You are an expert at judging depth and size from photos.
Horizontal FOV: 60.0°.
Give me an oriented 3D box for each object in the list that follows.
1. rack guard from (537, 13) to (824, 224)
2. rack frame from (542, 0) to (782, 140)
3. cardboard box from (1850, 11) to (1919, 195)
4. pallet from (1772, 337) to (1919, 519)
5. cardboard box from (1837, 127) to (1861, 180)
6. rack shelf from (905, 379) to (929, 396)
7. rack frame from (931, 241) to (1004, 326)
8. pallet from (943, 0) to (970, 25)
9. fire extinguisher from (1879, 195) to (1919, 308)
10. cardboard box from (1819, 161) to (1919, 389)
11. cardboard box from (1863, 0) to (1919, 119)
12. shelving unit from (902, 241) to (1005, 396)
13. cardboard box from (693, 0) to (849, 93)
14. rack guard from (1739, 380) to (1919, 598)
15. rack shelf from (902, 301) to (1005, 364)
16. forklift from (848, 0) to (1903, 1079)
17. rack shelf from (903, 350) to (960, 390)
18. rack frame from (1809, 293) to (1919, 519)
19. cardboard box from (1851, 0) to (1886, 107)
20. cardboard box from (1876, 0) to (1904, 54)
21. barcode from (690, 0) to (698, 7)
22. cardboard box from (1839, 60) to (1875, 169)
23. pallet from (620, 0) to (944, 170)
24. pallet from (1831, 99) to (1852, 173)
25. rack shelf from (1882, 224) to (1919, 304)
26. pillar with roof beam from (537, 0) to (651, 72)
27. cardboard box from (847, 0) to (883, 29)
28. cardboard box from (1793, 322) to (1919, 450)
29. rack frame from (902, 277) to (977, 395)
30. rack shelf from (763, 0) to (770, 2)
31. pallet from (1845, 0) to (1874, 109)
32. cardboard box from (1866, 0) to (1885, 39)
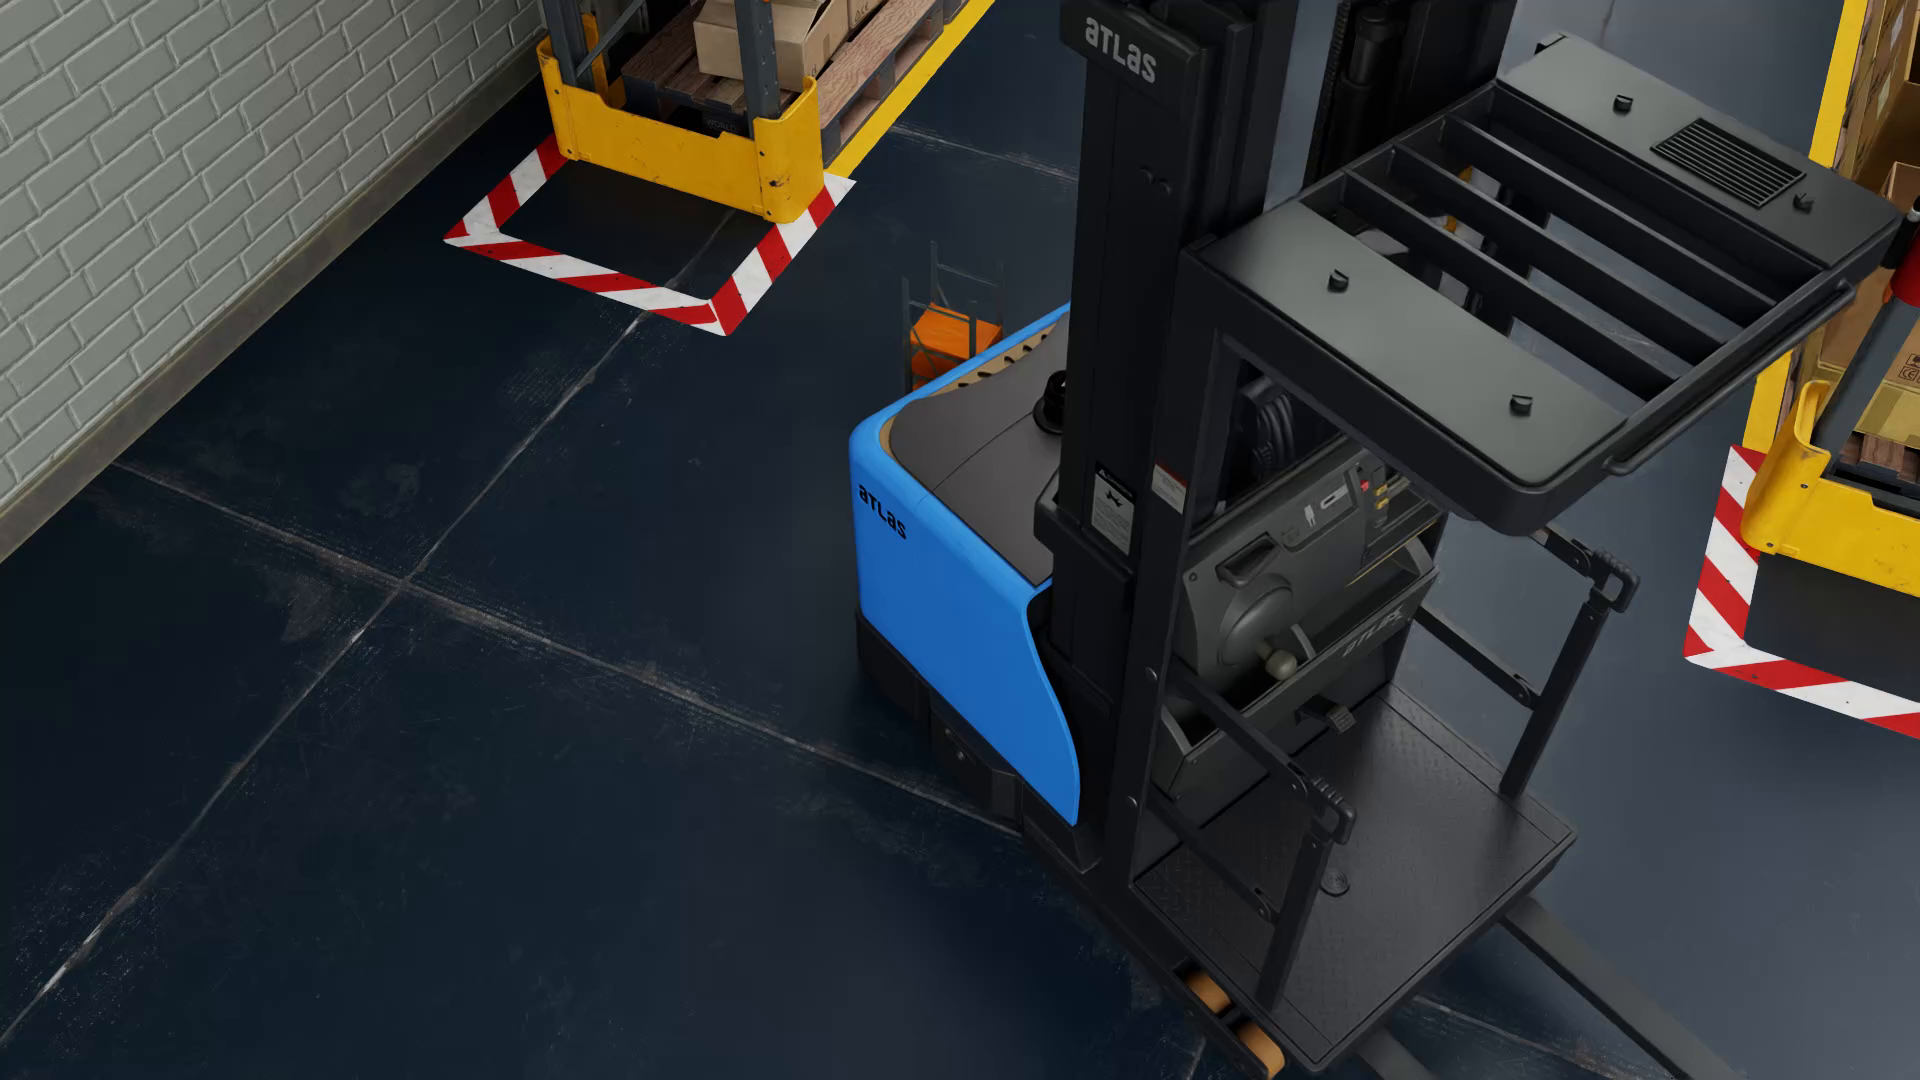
[{"bbox_3d":[-1.153,-1.758,6.918,1.175,0.500,0.348,20,52,16],"label":"rack guard"},{"bbox_3d":[-1.186,-2.516,5.921,1.000,3.000,0.127,20,52,16],"label":"rack frame"},{"bbox_3d":[3.669,-1.554,6.140,0.500,0.500,0.500,20,52,16],"label":"cardboard box"},{"bbox_3d":[3.583,-0.543,6.073,1.003,0.211,1.213,20,52,16],"label":"pallet"},{"bbox_3d":[3.671,-1.310,6.425,0.500,0.250,0.500,20,52,16],"label":"cardboard box"},{"bbox_3d":[-0.020,-0.442,5.239,0.258,0.103,0.180,21,53,17],"label":"rack shelf"},{"bbox_3d":[0.021,-0.455,5.350,0.240,1.200,0.006,21,53,17],"label":"rack frame"},{"bbox_3d":[-0.252,-3.049,8.206,1.003,0.211,1.213,20,52,16],"label":"pallet"},{"bbox_3d":[2.824,-0.951,4.641,0.296,0.674,0.183,20,52,16],"label":"fire extinguisher"},{"bbox_3d":[3.255,-0.861,5.550,0.500,0.500,0.500,20,52,16],"label":"cardboard box"},{"bbox_3d":[3.883,-1.898,6.433,0.500,0.500,0.500,20,52,16],"label":"cardboard box"},{"bbox_3d":[-0.020,-0.393,5.297,0.258,1.200,0.189,21,53,17],"label":"shelving unit"},{"bbox_3d":[-0.809,-2.234,7.158,0.500,0.311,0.500,14,51,12],"label":"cardboard box"},{"bbox_3d":[3.284,-0.080,5.490,1.175,0.500,0.348,20,52,16],"label":"rack guard"},{"bbox_3d":[-0.020,-0.598,5.056,0.258,0.103,0.180,21,53,17],"label":"rack shelf"},{"bbox_3d":[0.998,0.073,3.764,1.130,2.935,3.031,-32,57,-24],"label":"forklift"},{"bbox_3d":[-0.020,-0.520,5.148,0.258,0.103,0.180,21,53,17],"label":"rack shelf"},{"bbox_3d":[3.295,-0.906,4.552,1.000,3.000,0.127,20,52,16],"label":"rack frame"},{"bbox_3d":[4.095,-2.000,7.012,0.500,0.250,0.500,20,52,16],"label":"cardboard box"},{"bbox_3d":[4.095,-2.243,6.726,0.500,0.500,0.500,20,52,16],"label":"cardboard box"},{"bbox_3d":[-1.163,-2.380,7.276,0.001,0.075,0.075,20,52,16],"label":"barcode"},{"bbox_3d":[3.887,-1.654,6.717,0.500,0.250,0.500,20,52,16],"label":"cardboard box"},{"bbox_3d":[-0.774,-2.212,7.494,1.003,0.211,1.213,20,52,16],"label":"pallet"},{"bbox_3d":[4.106,-1.380,6.786,1.003,0.211,1.213,20,52,16],"label":"pallet"},{"bbox_3d":[4.149,-2.051,5.998,1.077,0.370,4.000,20,52,16],"label":"rack shelf"},{"bbox_3d":[2.223,-3.823,3.094,9.100,9.000,0.400,20,52,16],"label":"pillar with roof beam"},{"bbox_3d":[-0.565,-2.627,7.492,0.500,0.311,0.500,24,54,19],"label":"cardboard box"},{"bbox_3d":[3.257,-0.617,5.835,0.500,0.250,0.500,20,52,16],"label":"cardboard box"},{"bbox_3d":[-0.061,-0.331,5.244,0.240,1.200,0.006,21,53,17],"label":"rack frame"},{"bbox_3d":[-0.331,-3.660,7.367,1.077,0.370,4.000,20,52,16],"label":"rack shelf"},{"bbox_3d":[4.626,-2.223,7.503,1.003,0.211,1.213,20,52,16],"label":"pallet"},{"bbox_3d":[4.313,-2.343,7.303,0.500,0.250,0.500,20,52,16],"label":"cardboard box"}]
